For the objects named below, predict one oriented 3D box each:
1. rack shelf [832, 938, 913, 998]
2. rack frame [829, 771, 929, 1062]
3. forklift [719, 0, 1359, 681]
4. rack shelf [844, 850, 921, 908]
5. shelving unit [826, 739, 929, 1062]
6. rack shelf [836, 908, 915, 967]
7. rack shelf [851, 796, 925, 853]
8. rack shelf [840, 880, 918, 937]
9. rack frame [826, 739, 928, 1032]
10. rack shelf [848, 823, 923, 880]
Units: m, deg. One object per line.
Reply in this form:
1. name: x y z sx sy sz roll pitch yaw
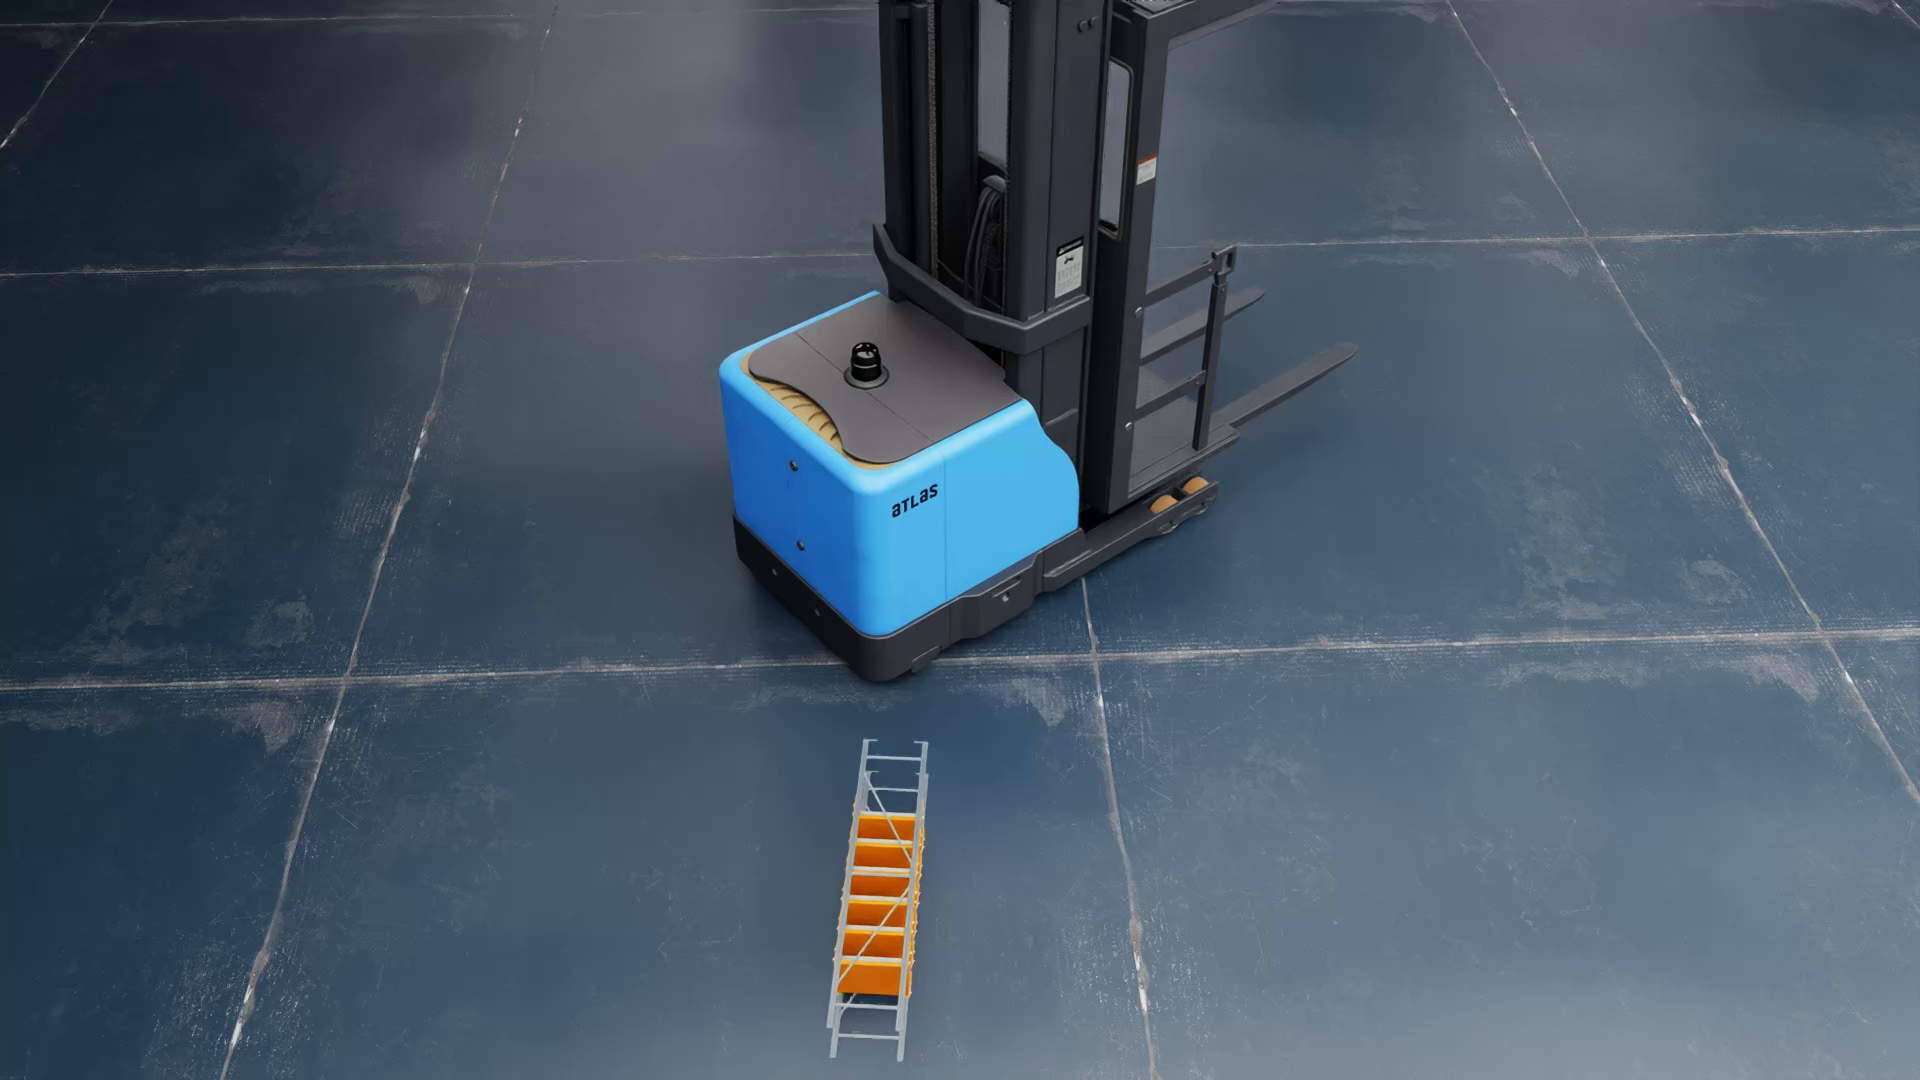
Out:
1. rack shelf: -0.289 1.429 5.548 0.258 0.180 0.103 2 43 2
2. rack frame: -0.271 1.284 5.842 0.240 0.006 1.200 2 43 2
3. forklift: 0.514 -1.361 6.566 3.031 2.935 1.130 -29 50 -28
4. rack shelf: -0.269 1.186 5.813 0.258 0.180 0.103 2 43 2
5. shelving unit: -0.271 1.216 5.780 0.258 0.189 1.200 2 43 2
6. rack shelf: -0.282 1.348 5.636 0.258 0.180 0.103 2 43 2
7. rack shelf: -0.256 1.024 5.989 0.258 0.180 0.103 2 43 2
8. rack shelf: -0.276 1.267 5.724 0.258 0.180 0.103 2 43 2
9. rack frame: -0.271 1.149 5.718 0.240 0.006 1.200 2 43 2
10. rack shelf: -0.262 1.105 5.901 0.258 0.180 0.103 2 43 2
